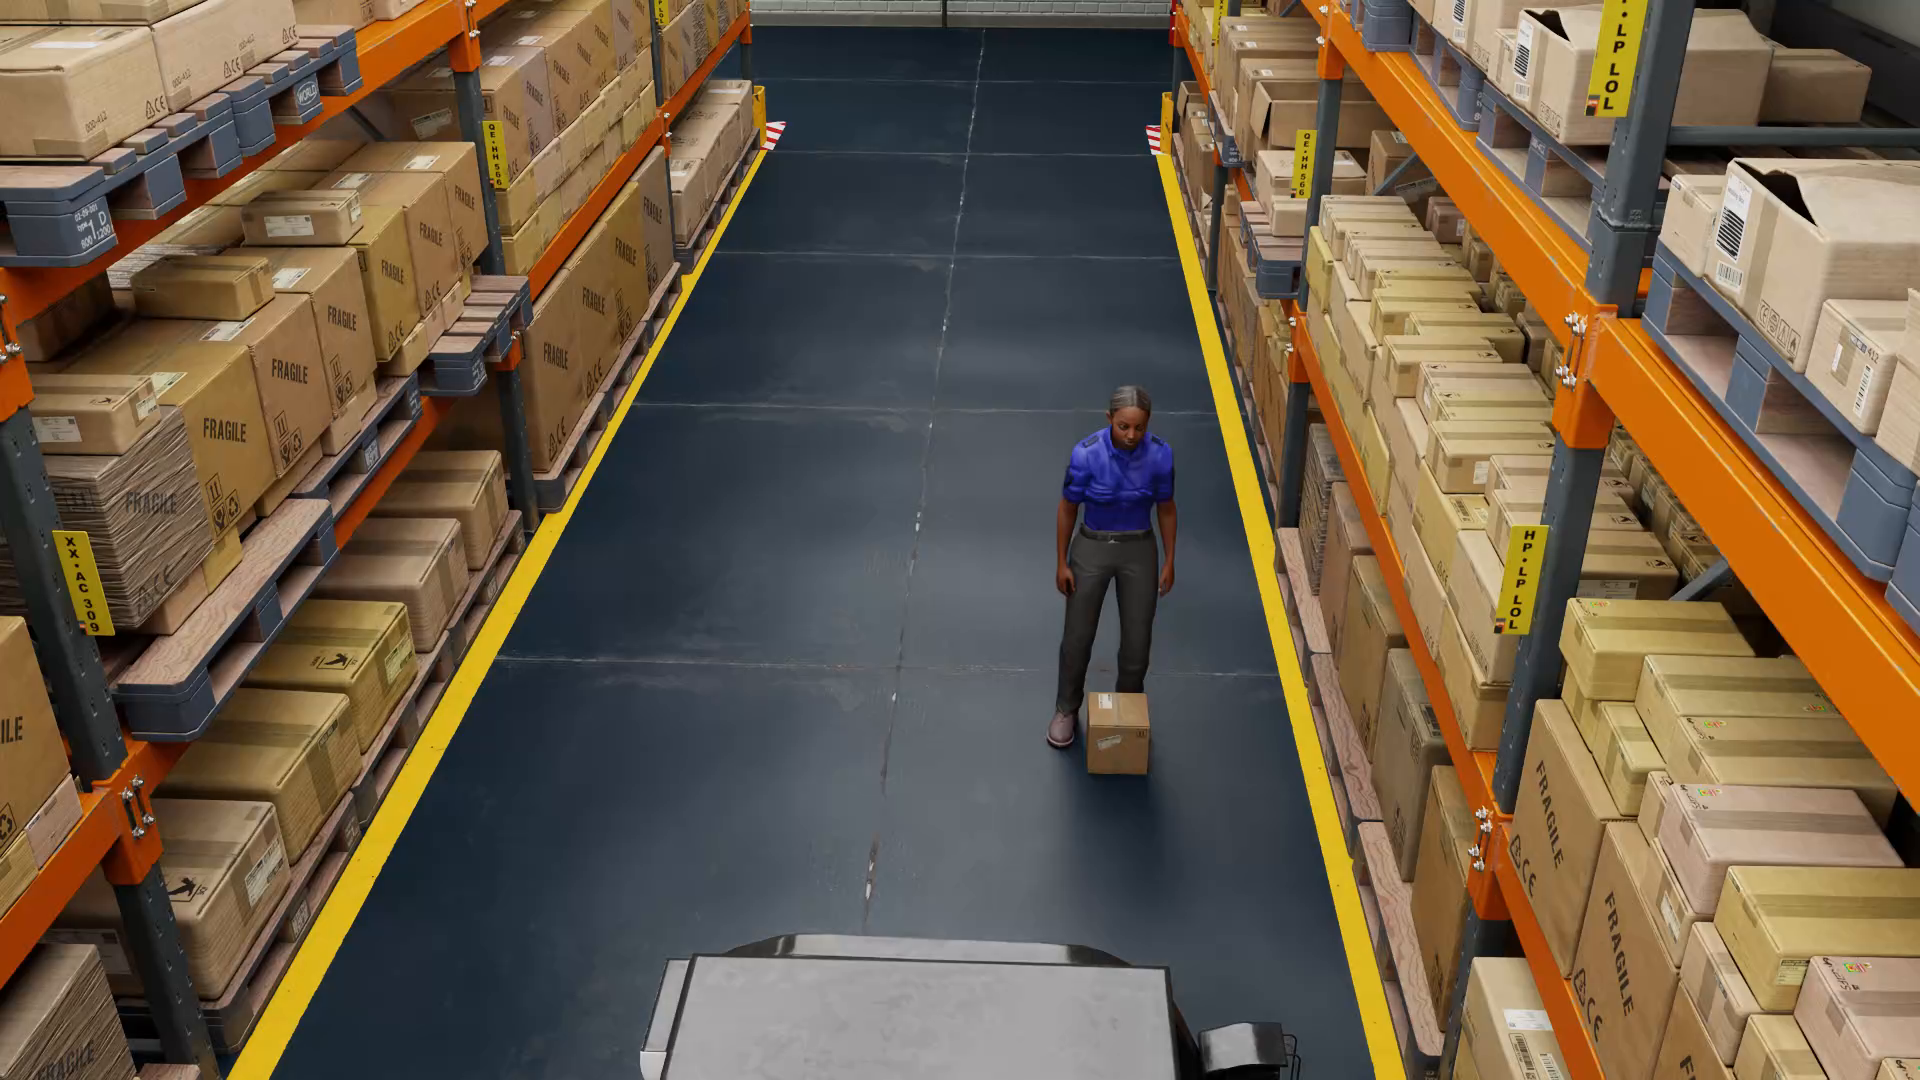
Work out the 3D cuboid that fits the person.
[{"bbox_3d":[0.632,0.094,6.951,0.505,1.654,0.353,0,28,0],"label":"person"}]
